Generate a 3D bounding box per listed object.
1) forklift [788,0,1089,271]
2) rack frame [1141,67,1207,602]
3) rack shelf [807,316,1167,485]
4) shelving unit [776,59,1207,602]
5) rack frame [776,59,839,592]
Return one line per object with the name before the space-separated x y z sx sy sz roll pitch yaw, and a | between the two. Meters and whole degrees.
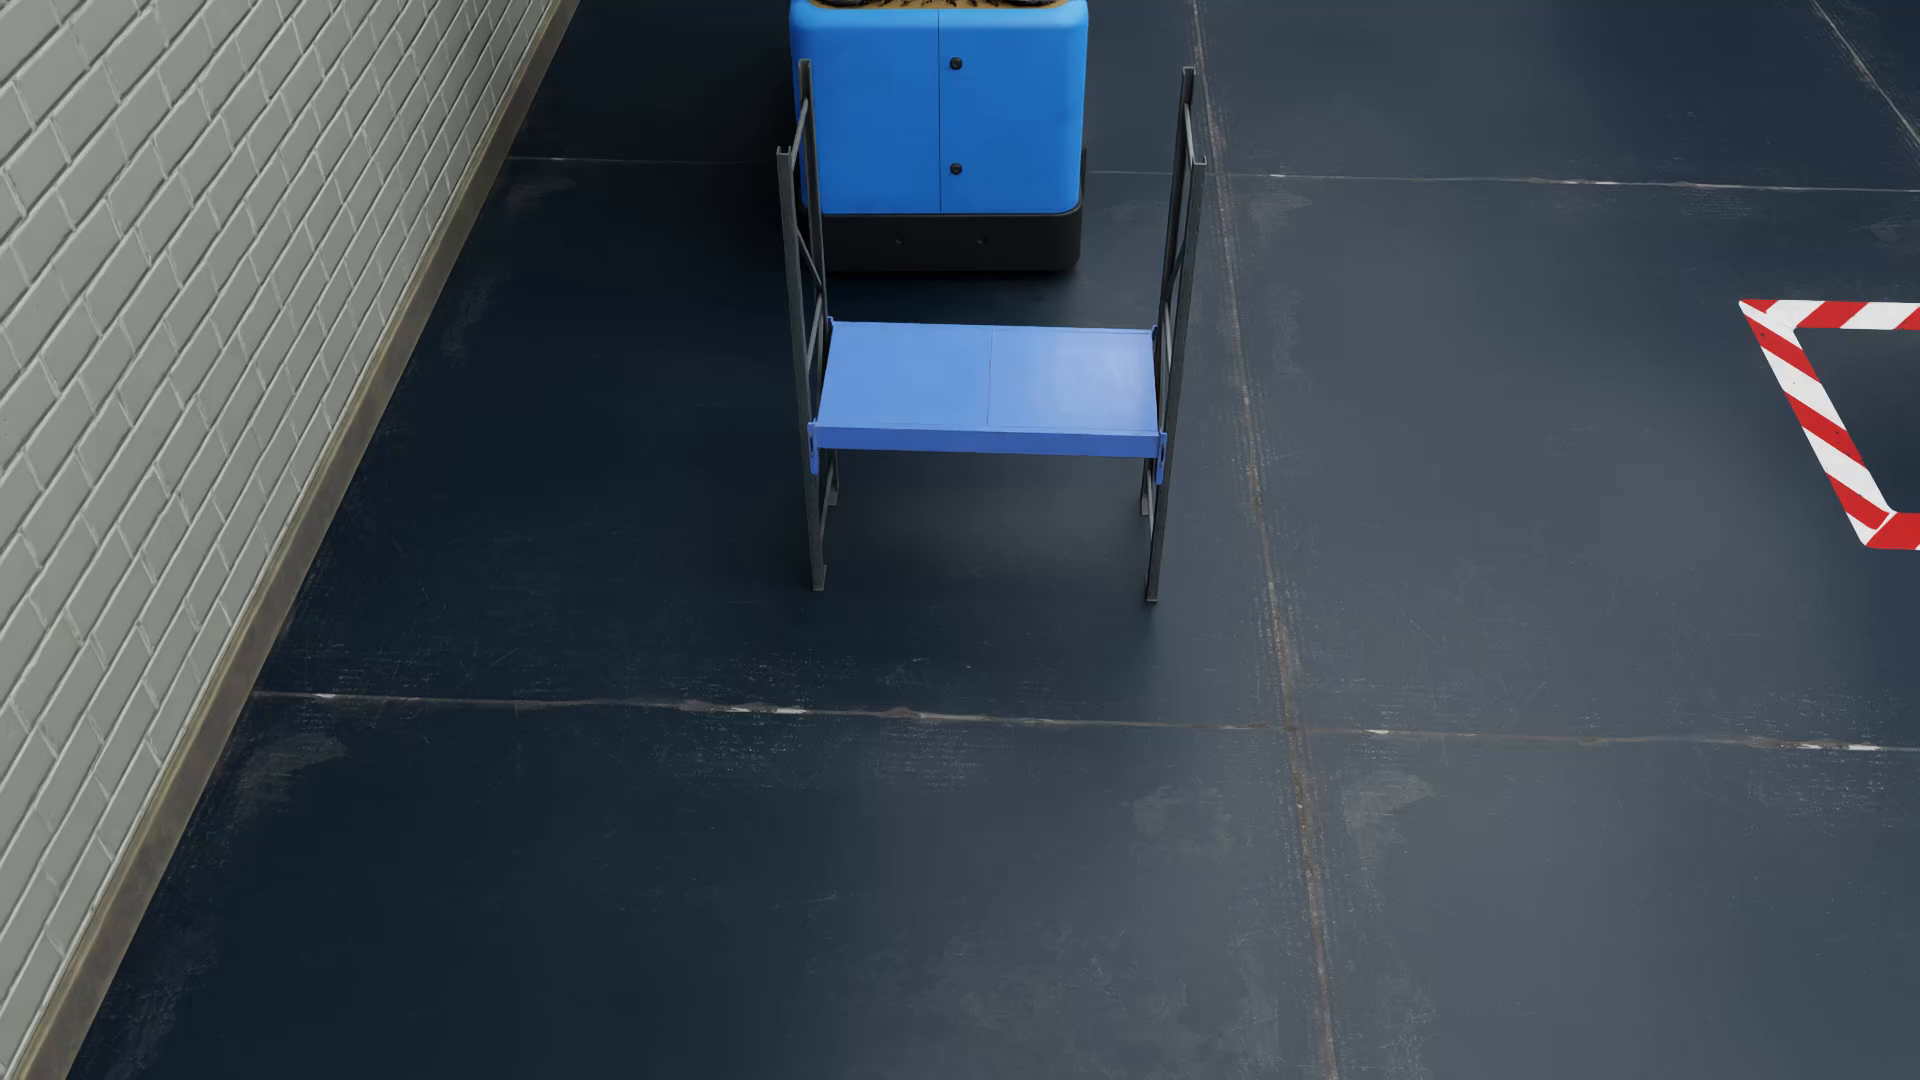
forklift | -0.080 -3.058 6.382 1.130 2.935 3.031 0 43 0
rack frame | 0.593 -0.531 4.719 0.032 1.500 0.500 2 43 2
rack shelf | 0.085 -0.415 4.859 1.000 0.185 0.538 2 43 2
shelving unit | 0.085 -0.546 4.736 1.048 1.500 0.538 2 43 2
rack frame | -0.423 -0.562 4.753 0.032 1.500 0.500 2 43 2
